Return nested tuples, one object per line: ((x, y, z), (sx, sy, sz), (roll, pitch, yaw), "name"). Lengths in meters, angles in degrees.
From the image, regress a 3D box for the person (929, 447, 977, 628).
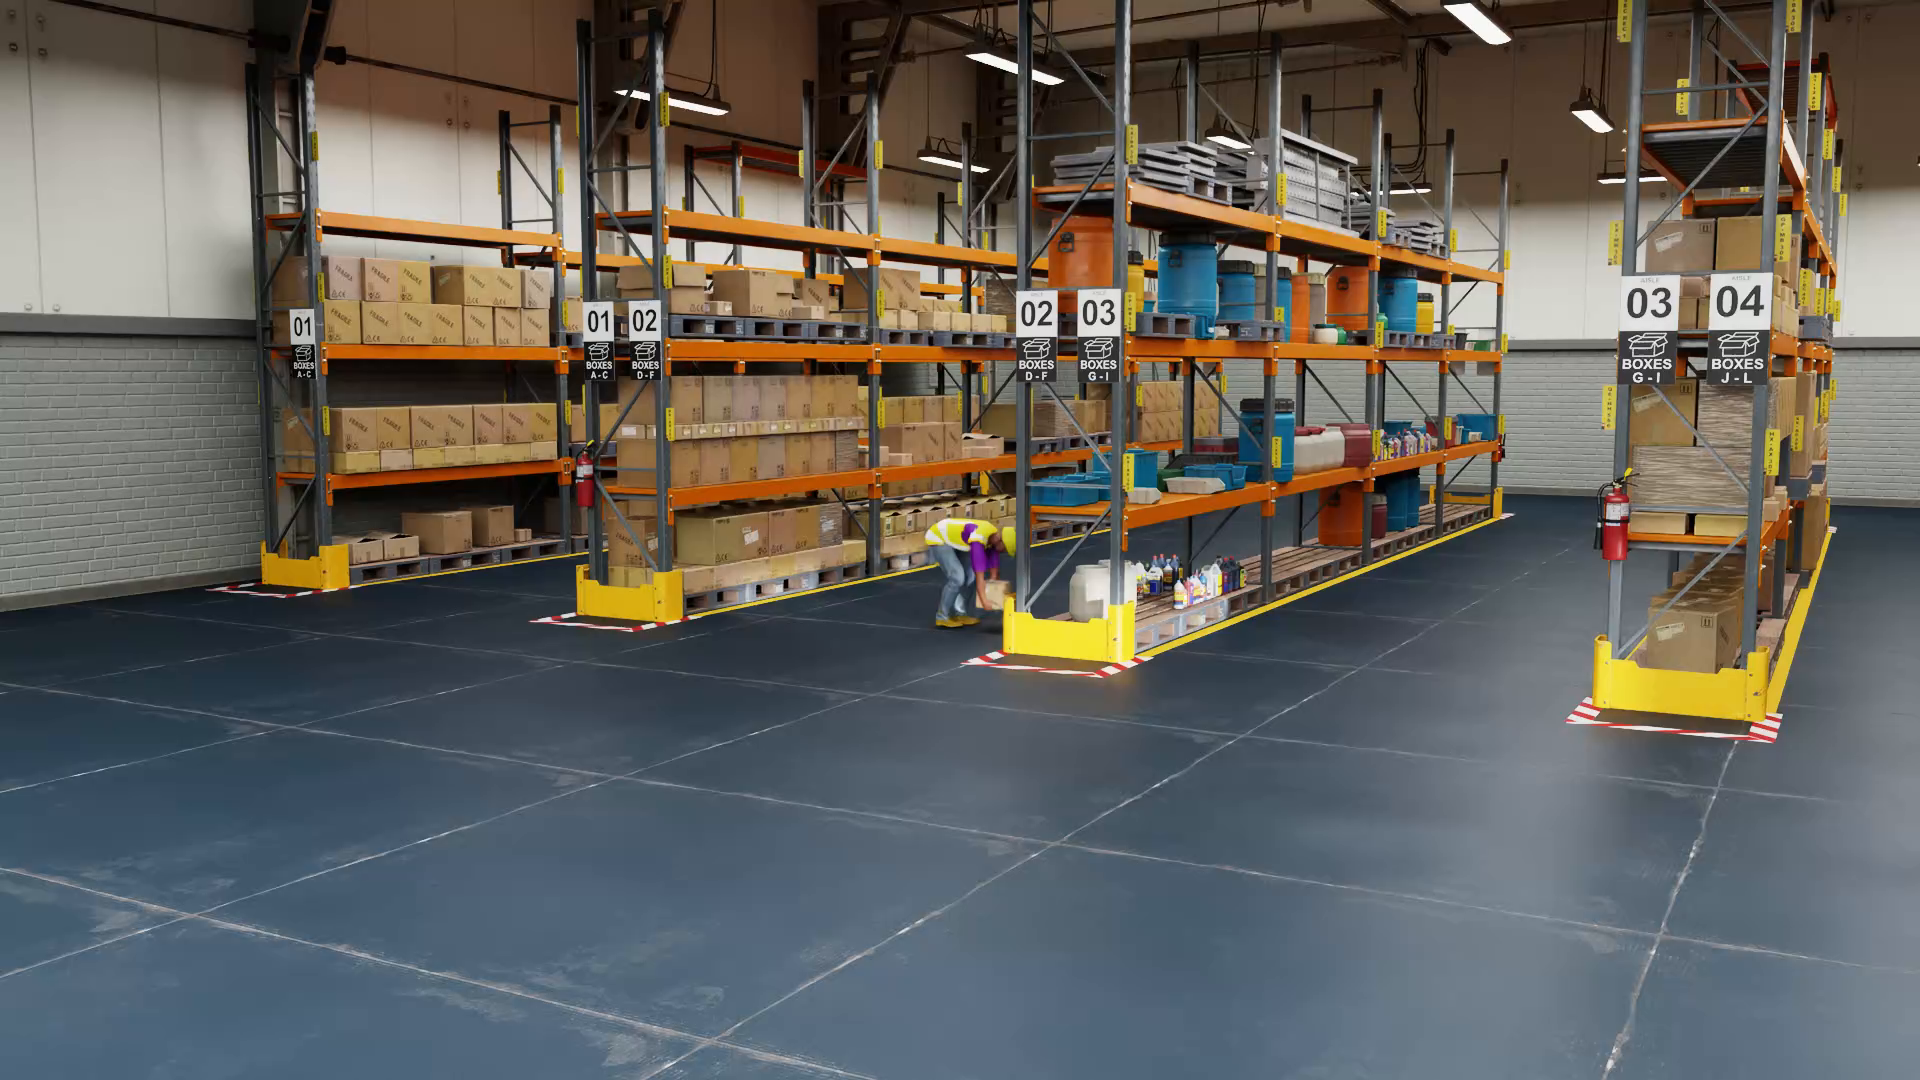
((-0.055, -0.034, 16.389), (0.462, 1.759, 0.628), (3, 7, 26), "person")
